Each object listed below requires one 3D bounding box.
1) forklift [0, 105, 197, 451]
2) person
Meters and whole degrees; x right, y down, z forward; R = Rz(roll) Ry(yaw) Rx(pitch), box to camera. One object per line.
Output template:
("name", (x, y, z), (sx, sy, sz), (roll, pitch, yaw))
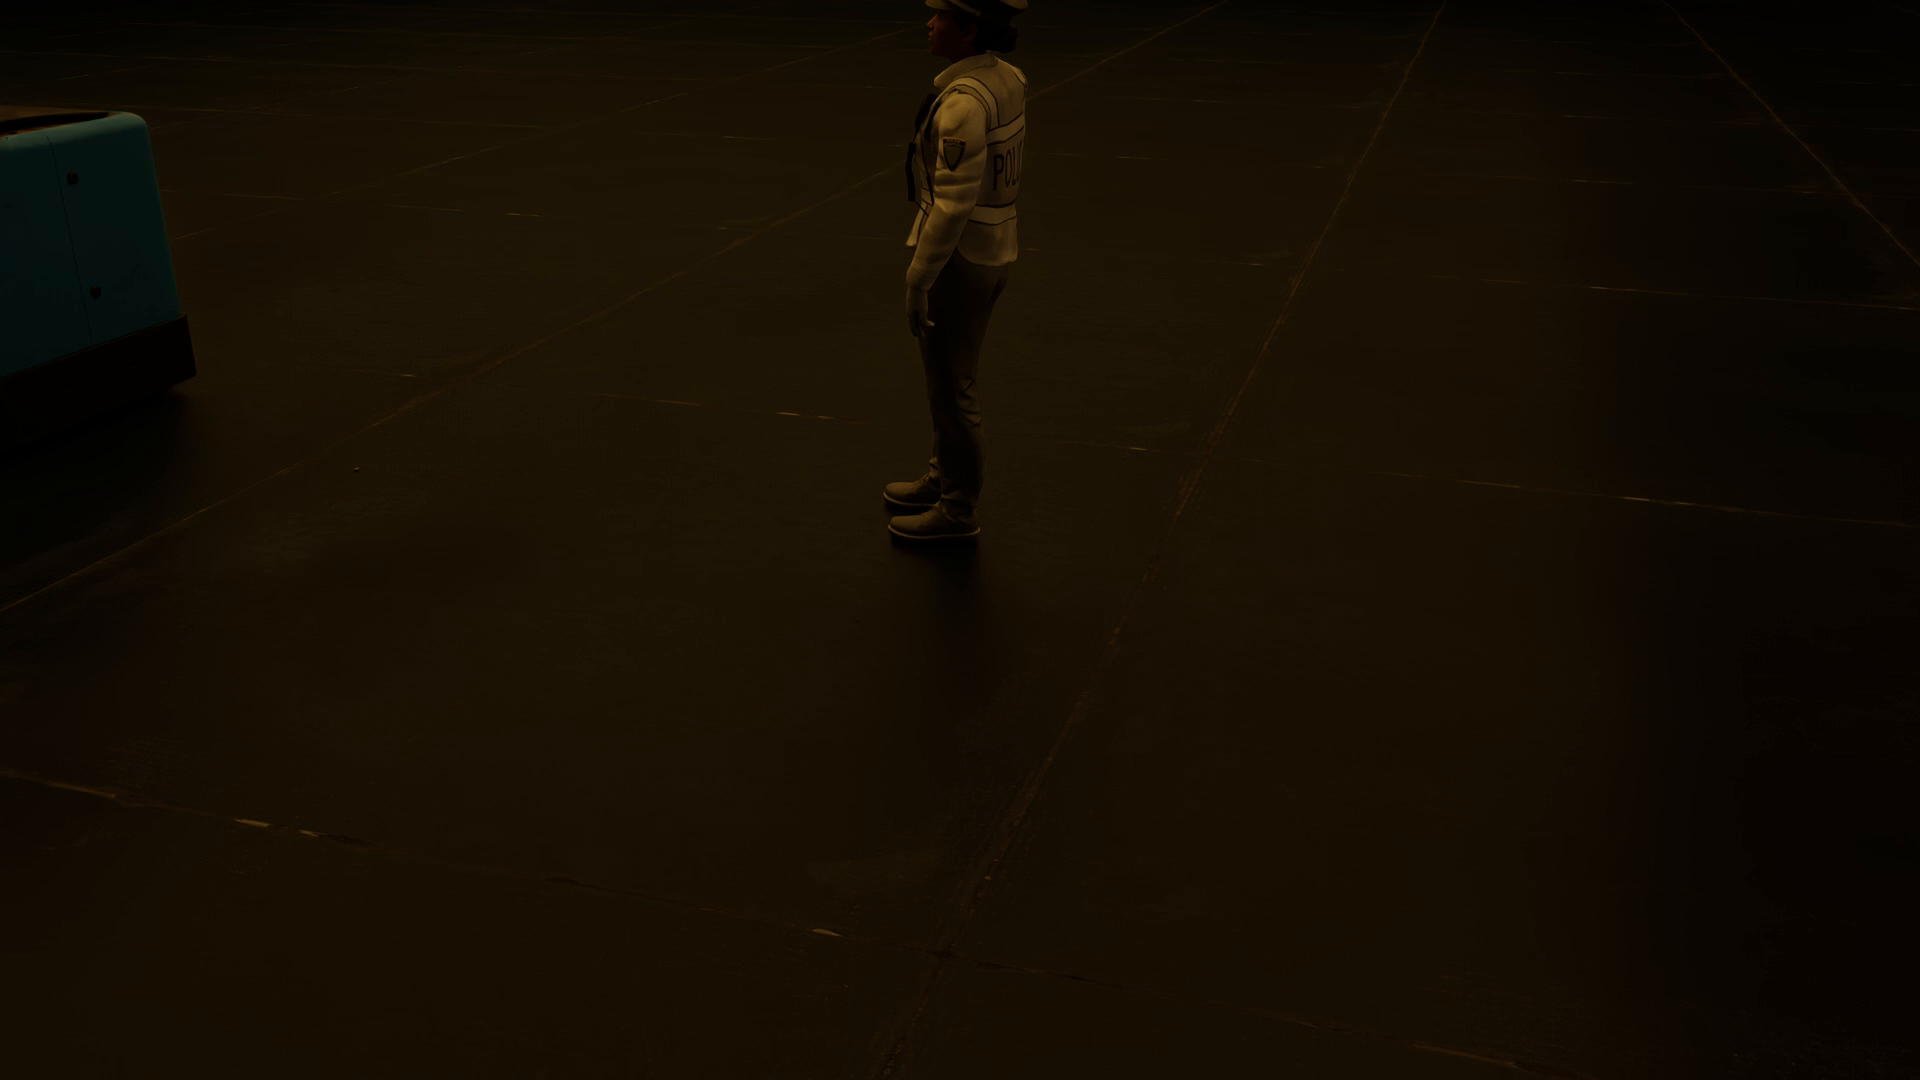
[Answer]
("forklift", (-4.555, -1.937, 5.973), (3.031, 2.935, 1.130), (7, 23, 16))
("person", (-0.064, -0.800, 4.820), (0.530, 1.694, 0.586), (7, 23, 16))
